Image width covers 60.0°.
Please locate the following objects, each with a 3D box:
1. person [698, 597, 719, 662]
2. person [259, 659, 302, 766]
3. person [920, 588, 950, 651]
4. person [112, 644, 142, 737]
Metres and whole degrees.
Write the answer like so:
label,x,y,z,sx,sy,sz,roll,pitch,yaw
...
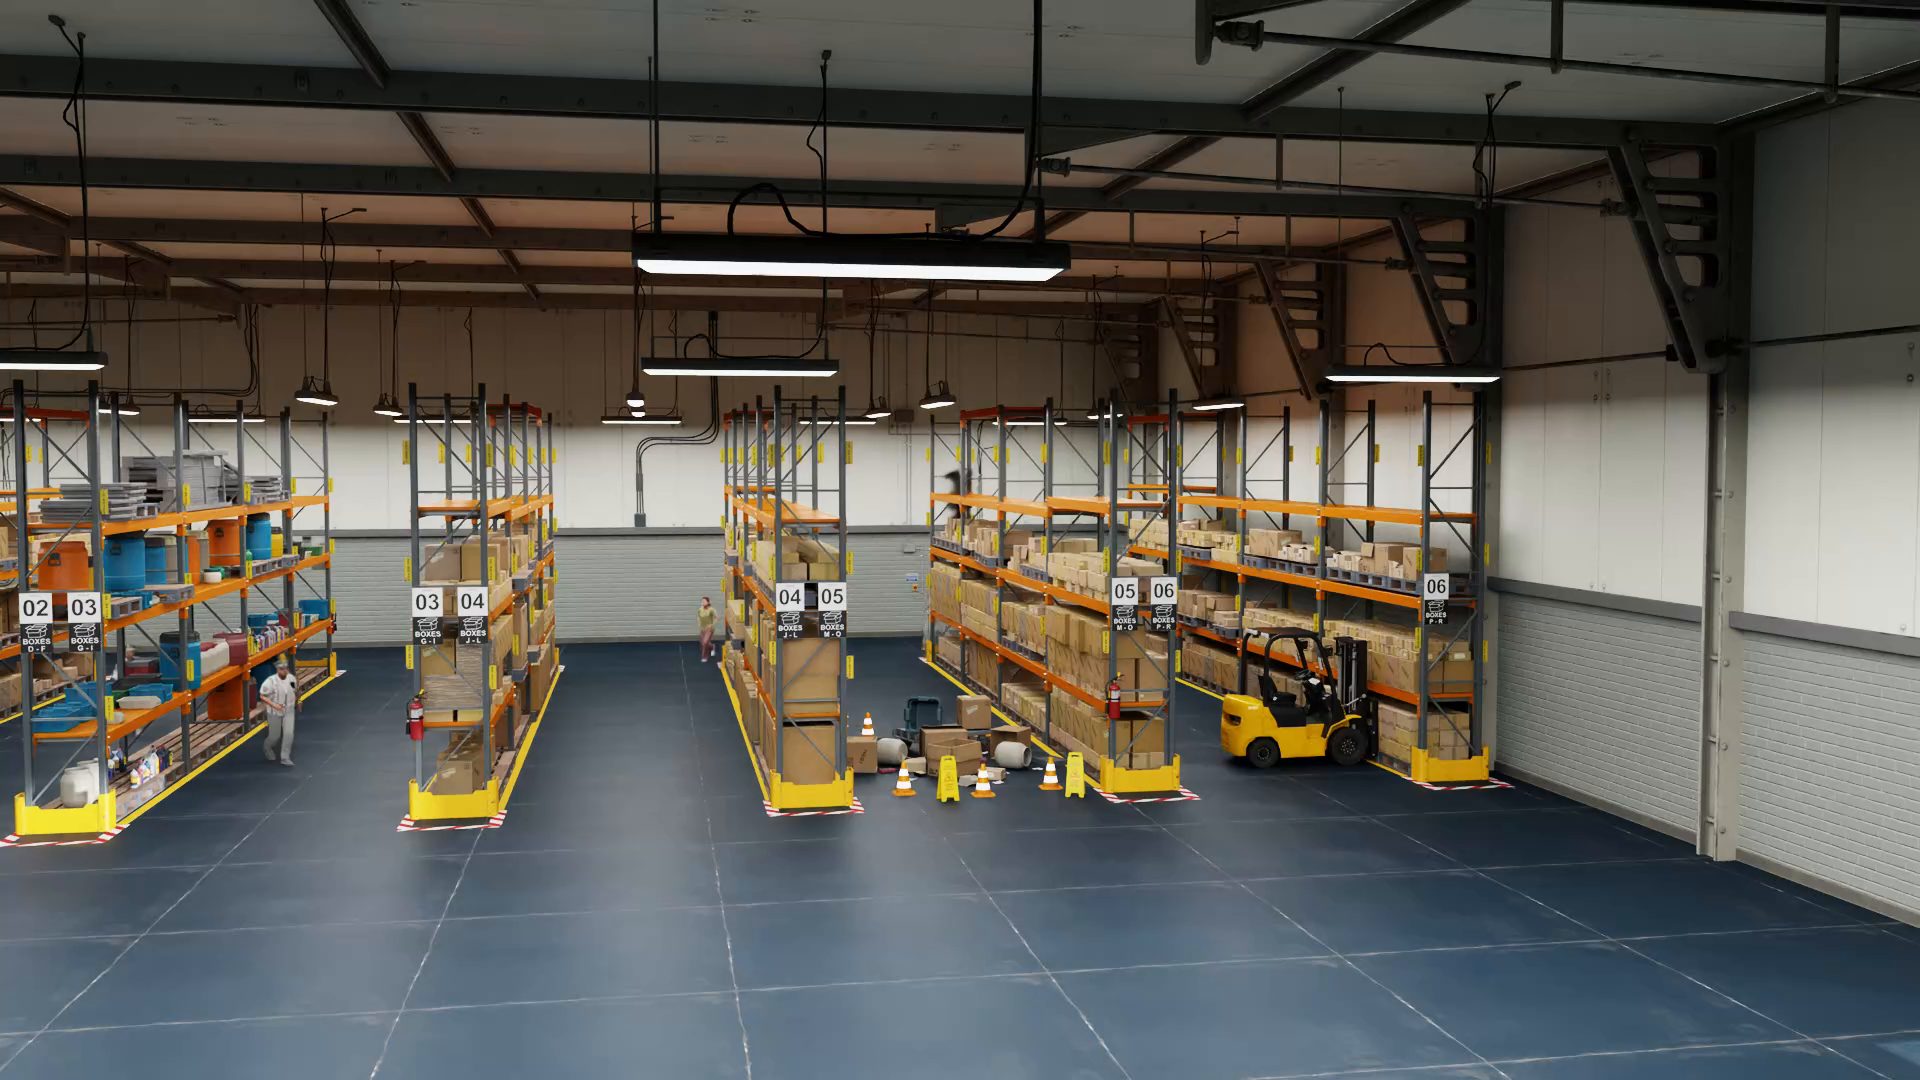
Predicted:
label,x,y,z,sx,sy,sz,roll,pitch,yaw
person,-6.129,2.169,40.547,0.565,1.586,0.607,1,3,19
person,-11.069,2.779,26.992,0.658,1.731,0.832,-3,4,-42
person,-0.606,1.993,42.713,0.892,1.696,0.613,-2,3,-29
person,-14.842,2.668,29.861,0.598,1.662,0.942,-1,3,-15
